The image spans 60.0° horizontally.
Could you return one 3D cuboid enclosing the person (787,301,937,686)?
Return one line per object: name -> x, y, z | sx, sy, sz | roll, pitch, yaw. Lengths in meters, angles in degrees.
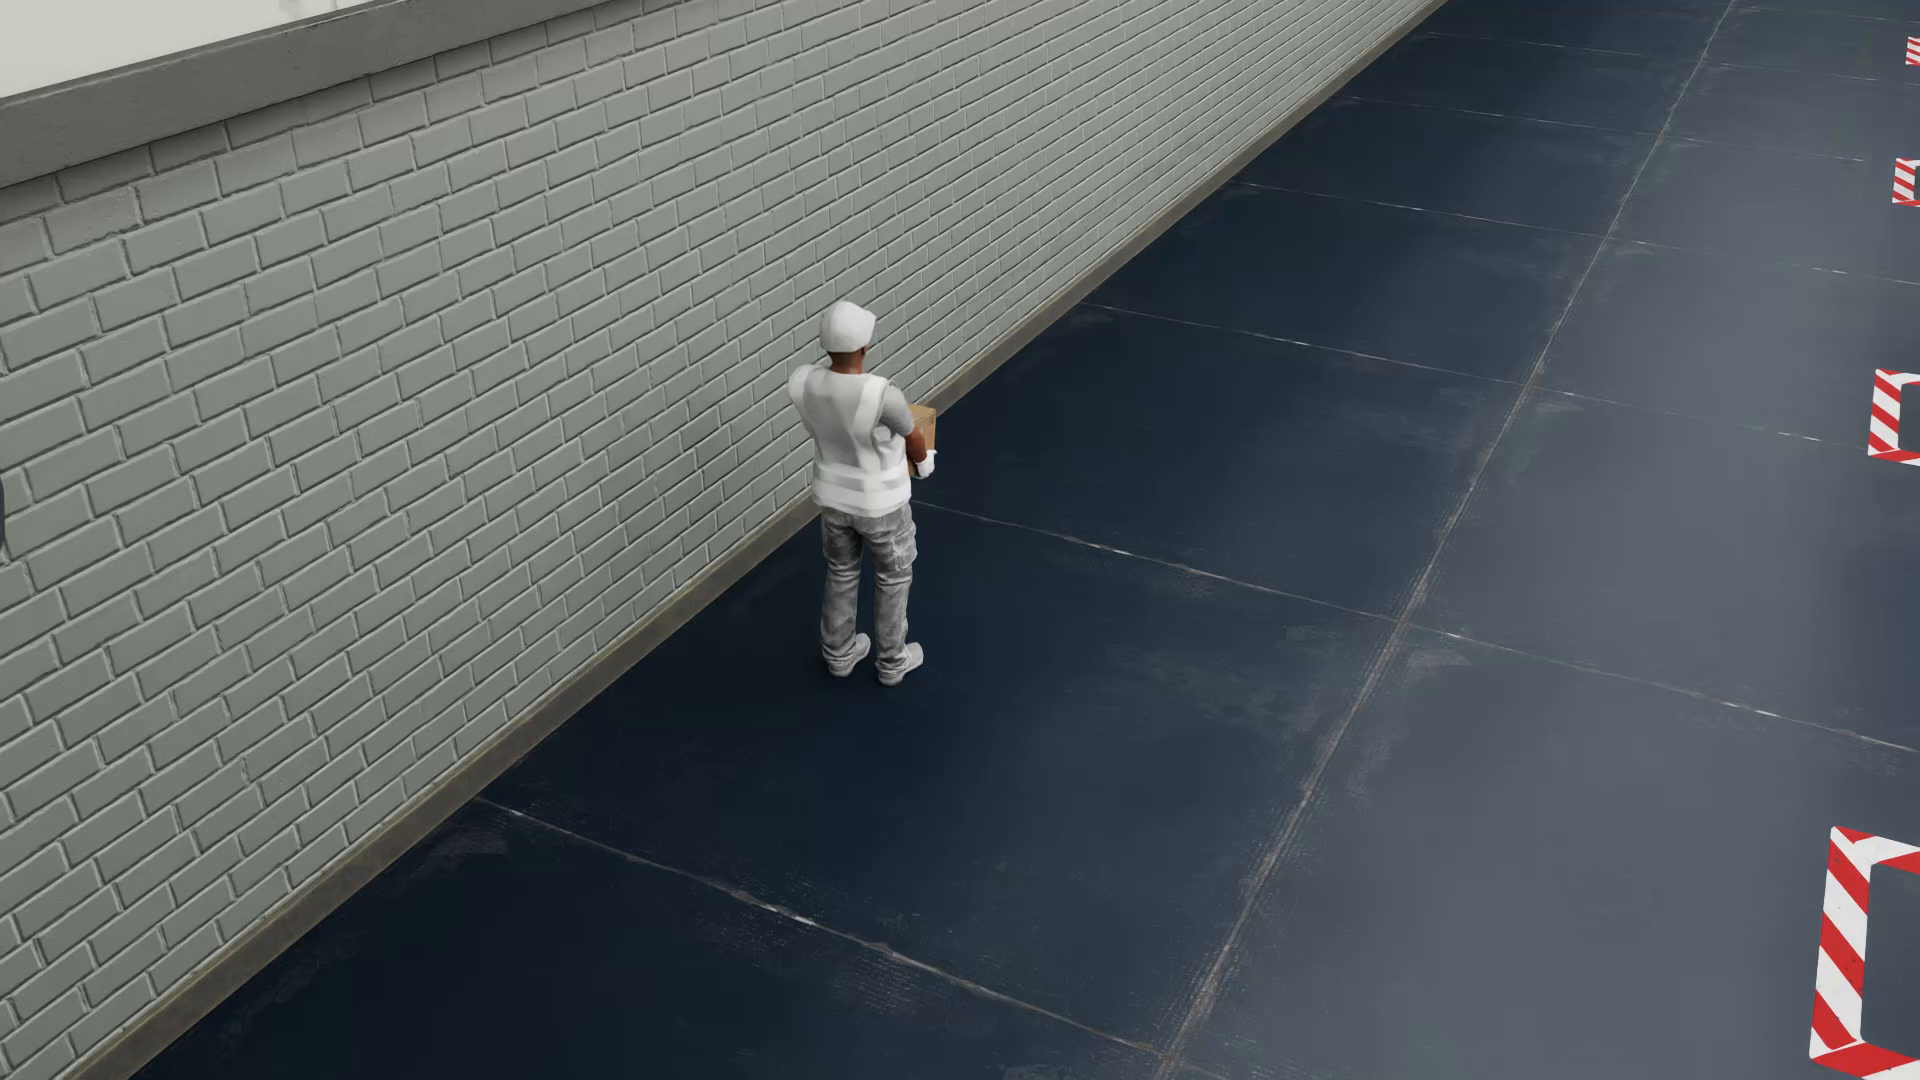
person -> -0.374, -0.225, 7.078 | 0.488, 1.778, 0.583 | 15, 33, 24
